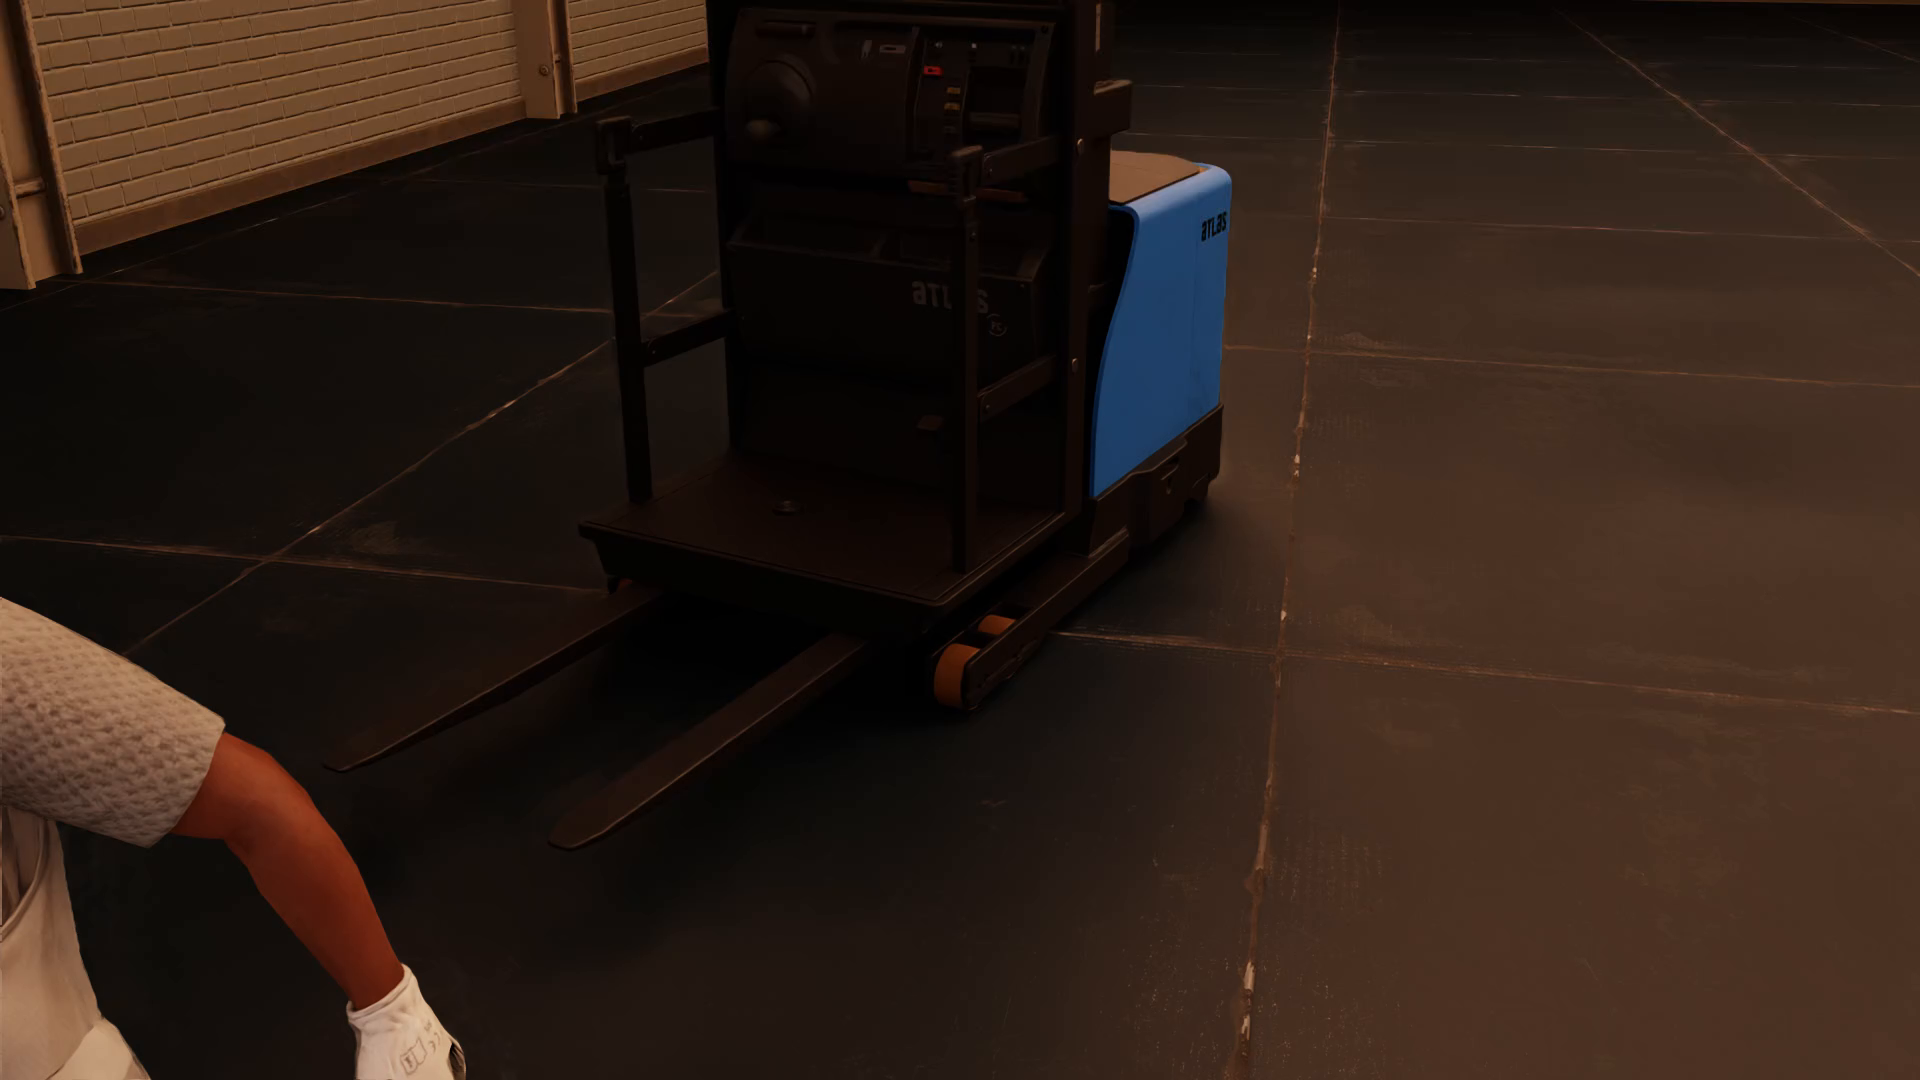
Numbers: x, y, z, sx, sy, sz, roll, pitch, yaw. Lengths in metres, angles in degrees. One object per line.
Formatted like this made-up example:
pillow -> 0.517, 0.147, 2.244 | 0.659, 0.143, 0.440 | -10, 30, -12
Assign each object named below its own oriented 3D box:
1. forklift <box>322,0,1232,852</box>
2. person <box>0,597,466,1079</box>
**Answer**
forklift -> -0.295, -1.129, 4.035 | 1.130, 2.935, 3.031 | 12, 25, 27
person -> -0.911, 0.638, 1.383 | 0.849, 1.676, 0.625 | 1, 22, 2
